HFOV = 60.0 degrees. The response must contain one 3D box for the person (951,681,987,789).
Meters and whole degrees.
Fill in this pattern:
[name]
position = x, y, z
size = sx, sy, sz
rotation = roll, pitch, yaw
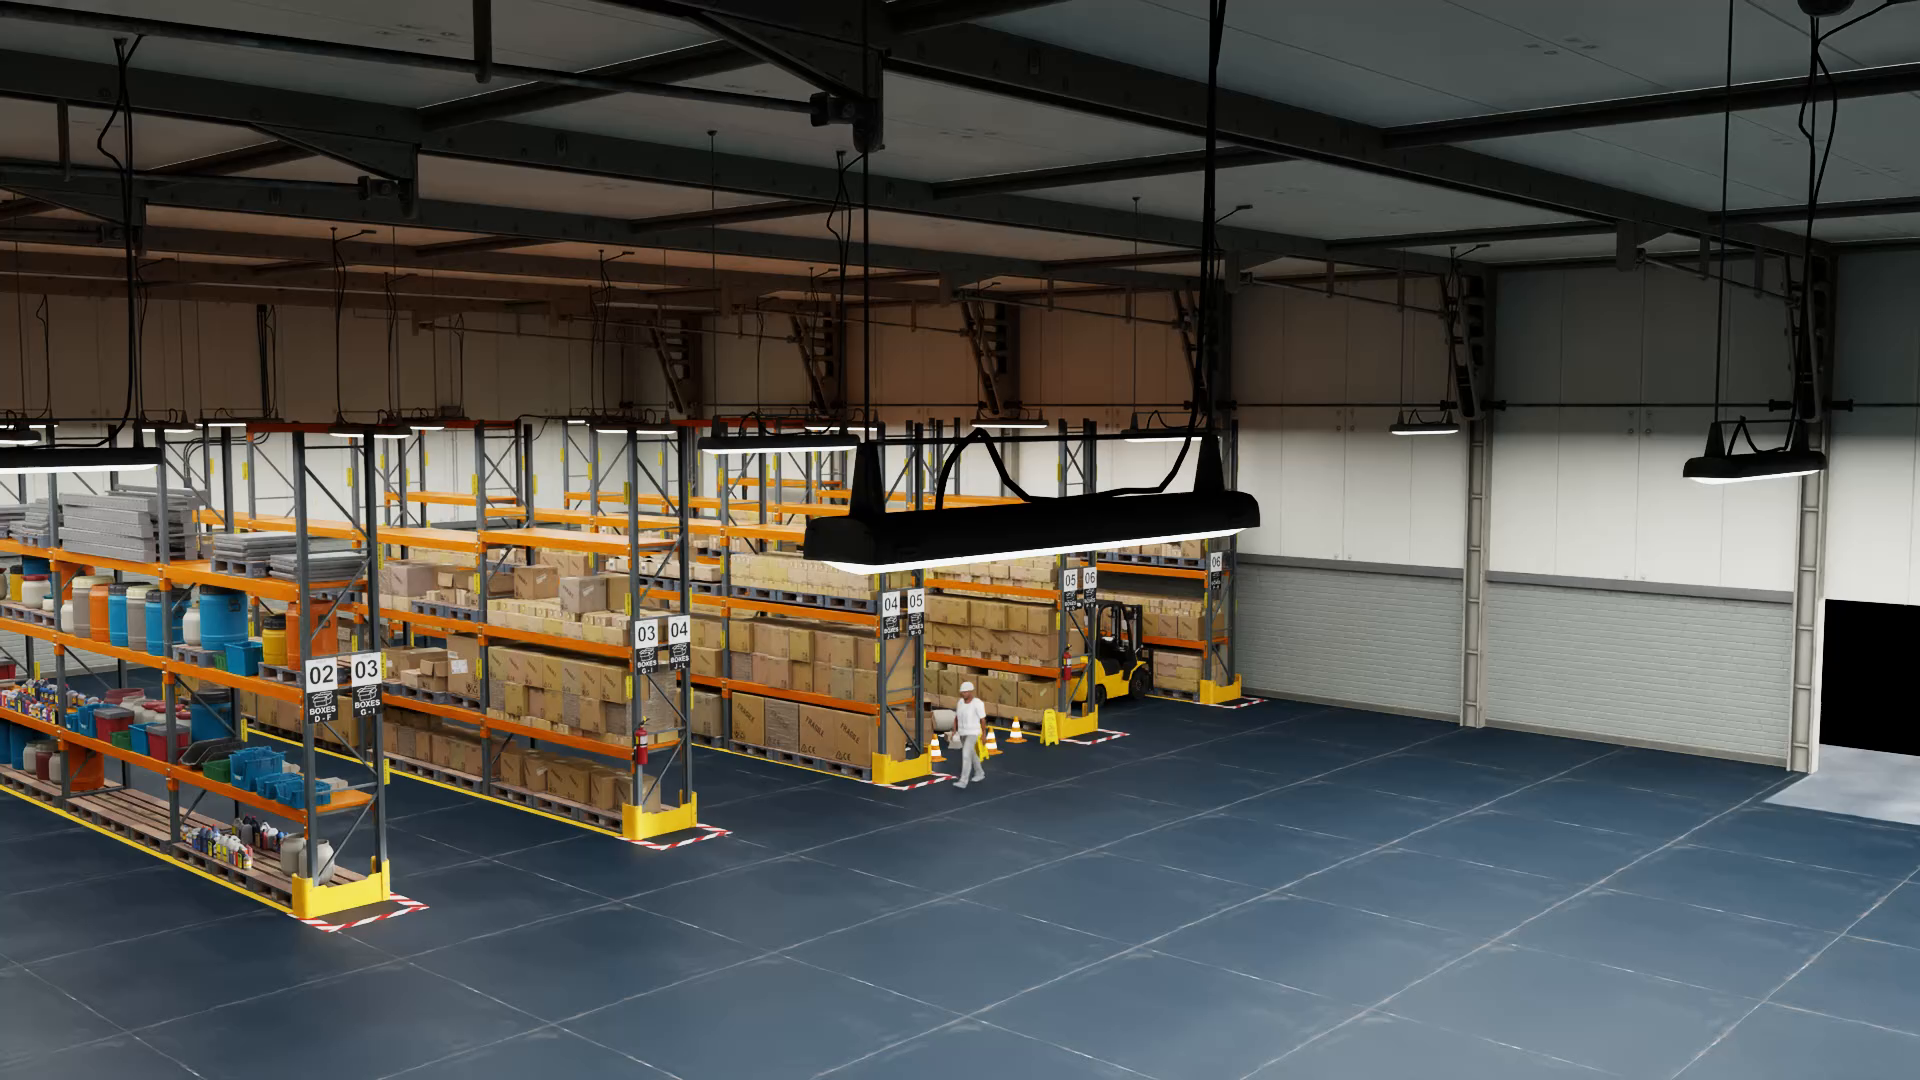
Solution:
[person]
position = 0.103, 3.213, 27.573
size = 0.909, 1.742, 0.568
rotation = -4, 6, -40
